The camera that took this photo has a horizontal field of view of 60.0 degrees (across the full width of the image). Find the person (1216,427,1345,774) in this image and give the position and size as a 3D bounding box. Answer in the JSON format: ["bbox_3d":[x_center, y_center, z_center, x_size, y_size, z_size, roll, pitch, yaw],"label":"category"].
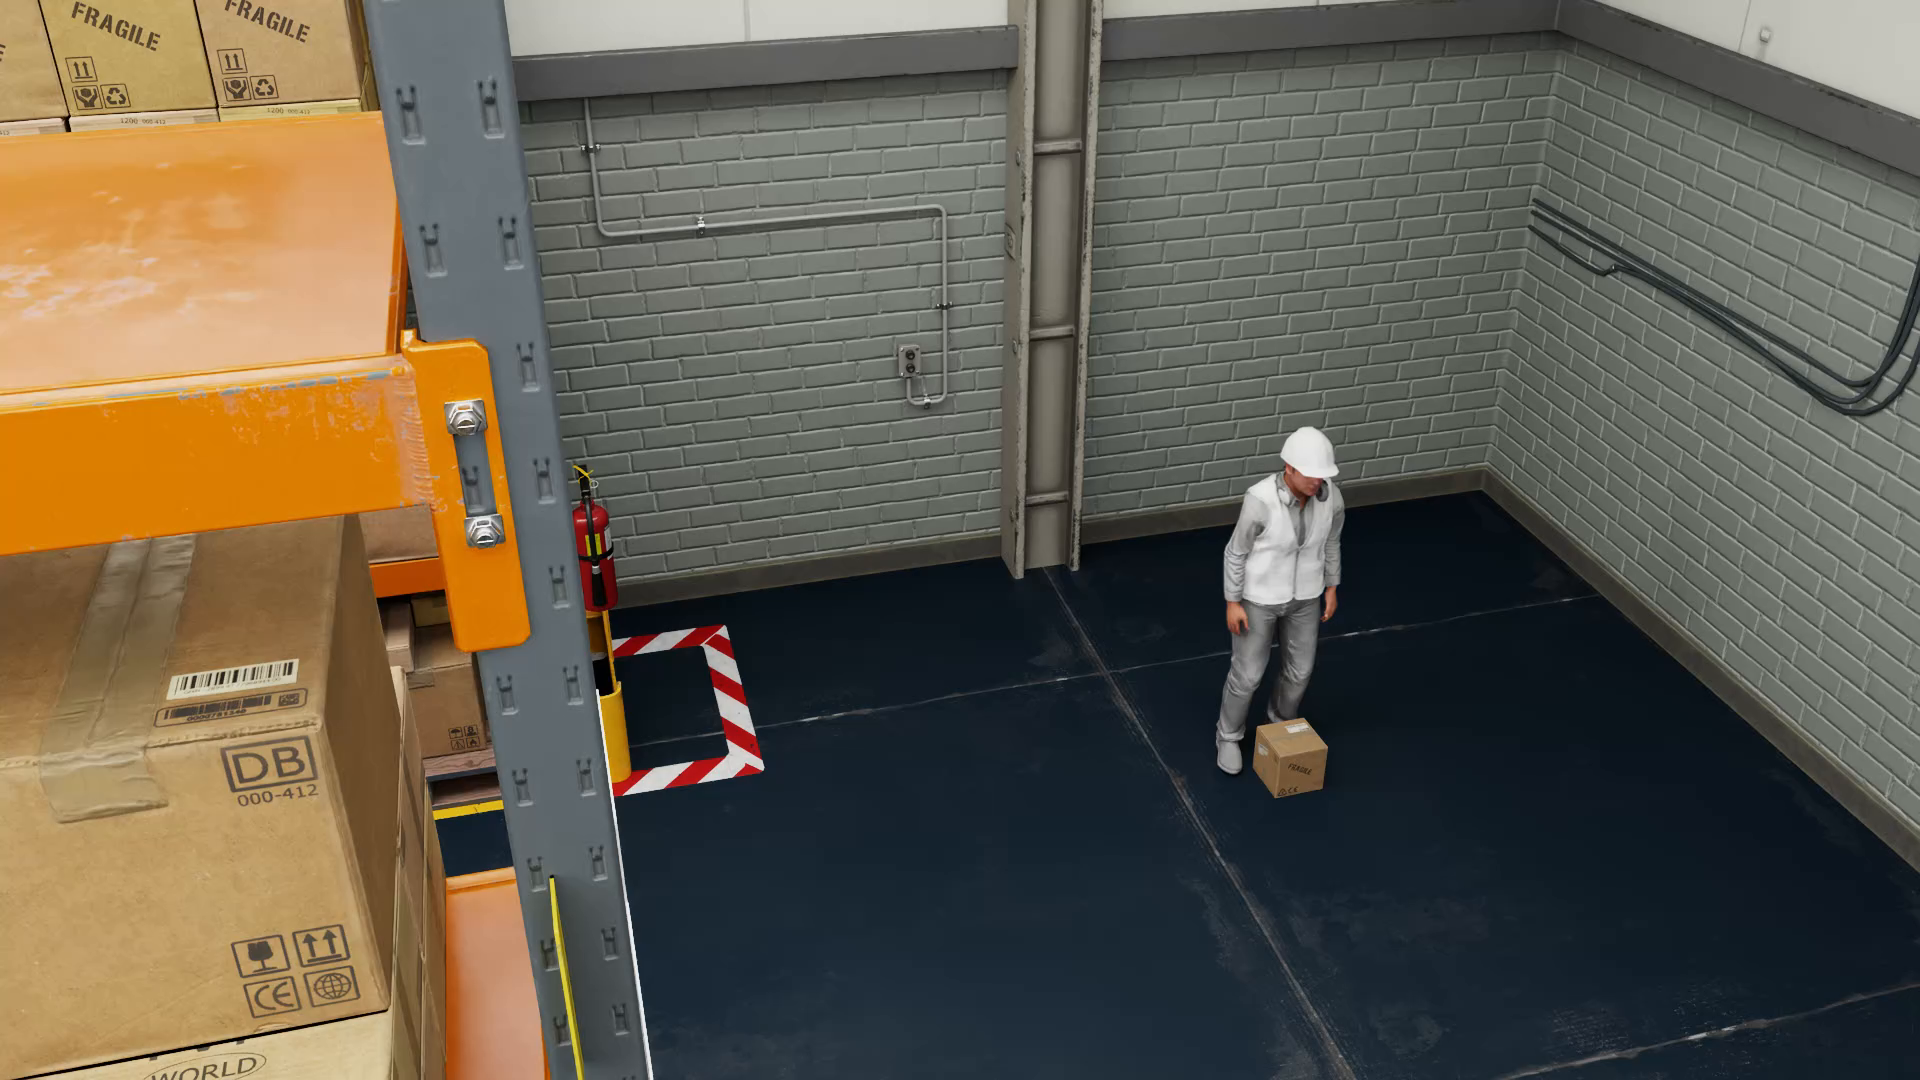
[{"bbox_3d":[1.501,0.259,7.766,0.586,1.771,0.466,-8,31,-14],"label":"person"}]
